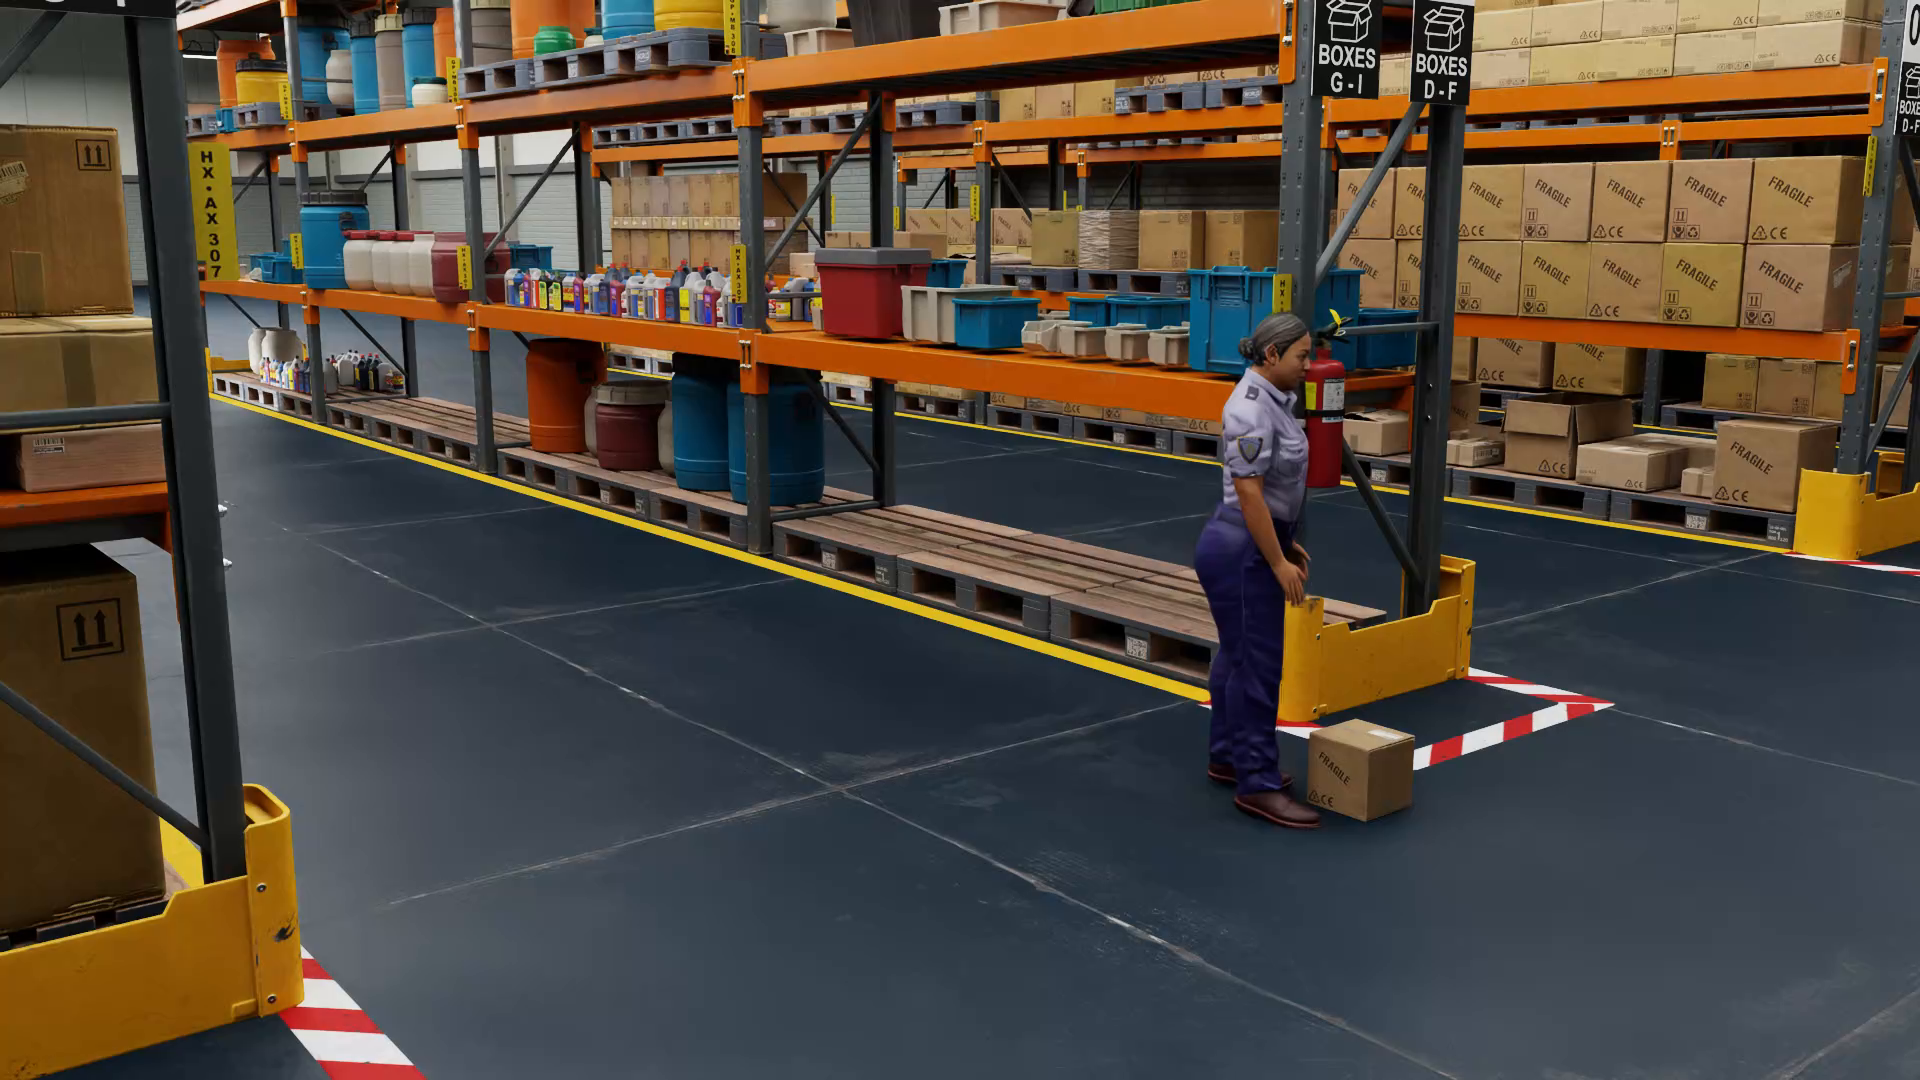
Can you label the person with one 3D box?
[{"bbox_3d":[1.023,0.076,5.566,0.468,1.663,0.525,3,12,17],"label":"person"}]
